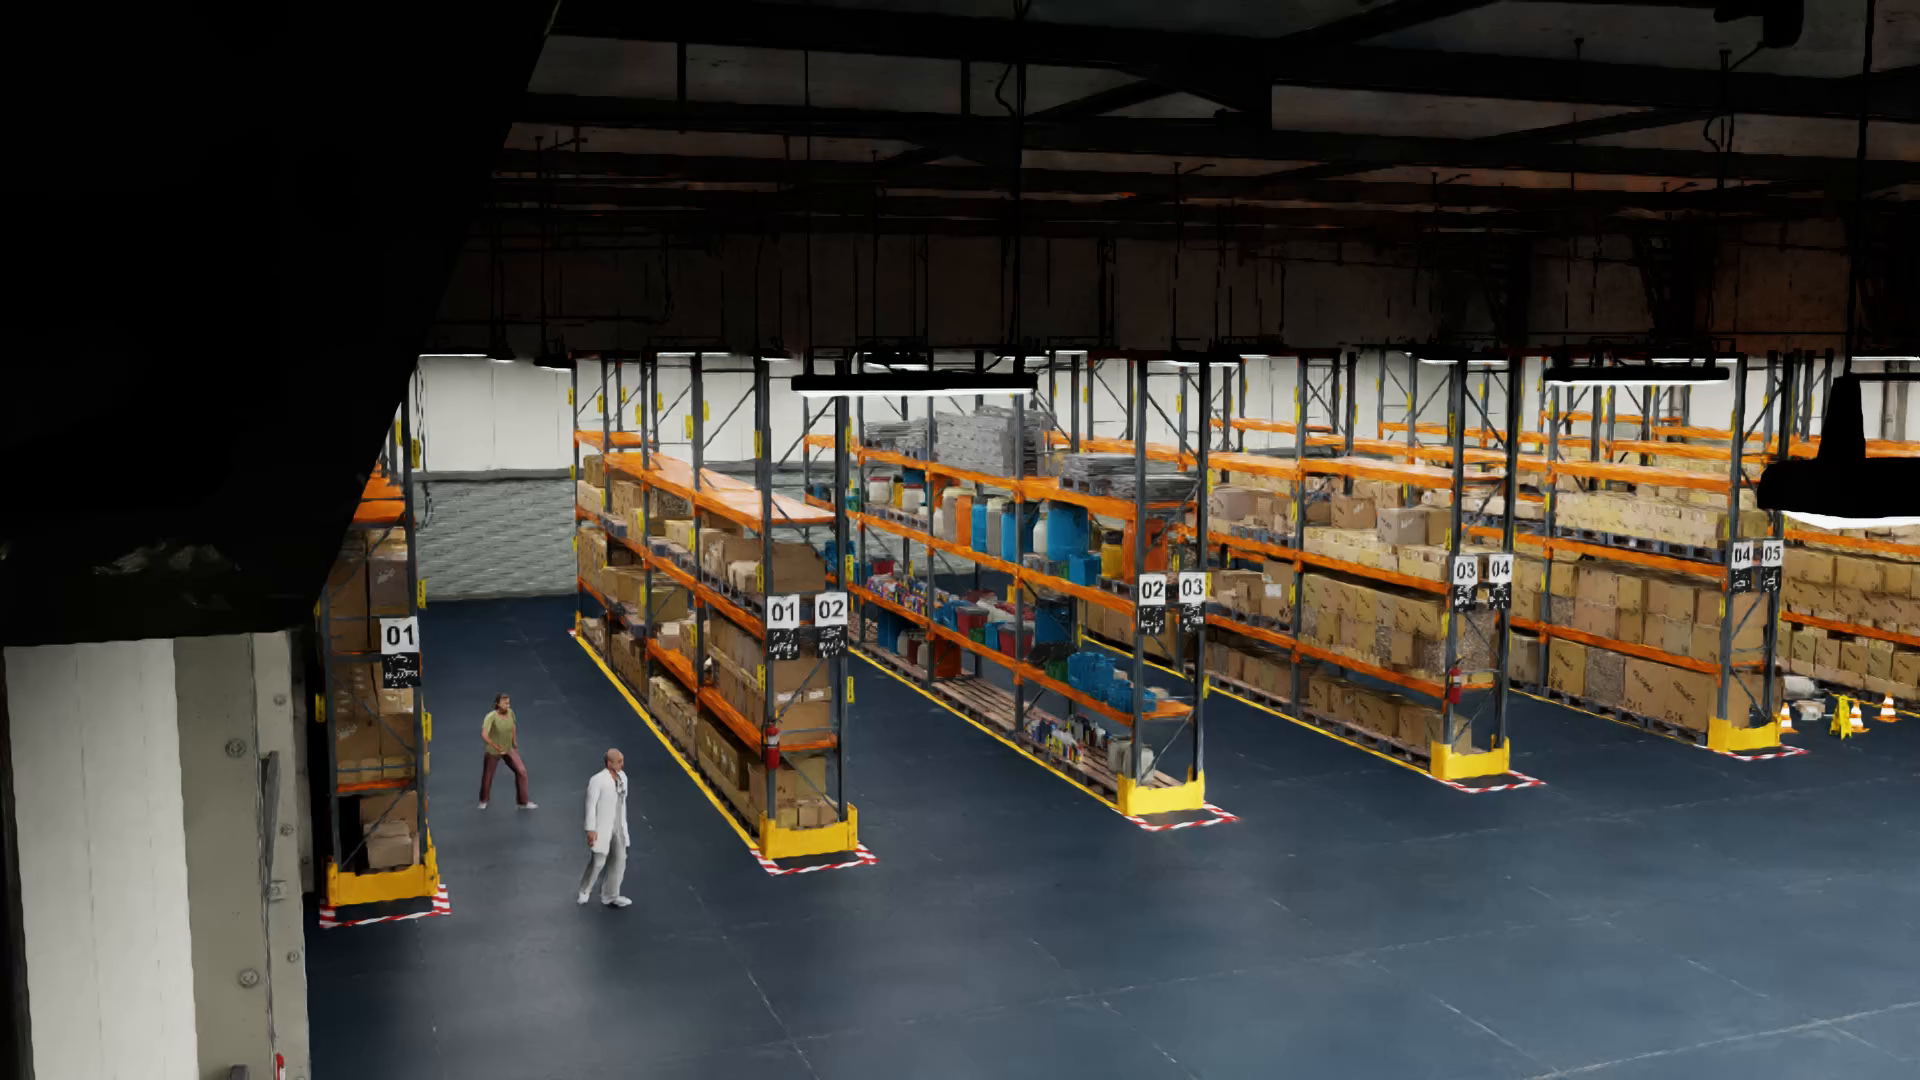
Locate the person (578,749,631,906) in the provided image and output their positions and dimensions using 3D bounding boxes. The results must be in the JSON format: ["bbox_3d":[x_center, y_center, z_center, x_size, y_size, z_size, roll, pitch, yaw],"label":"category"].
[{"bbox_3d":[-3.961,3.173,18.446,0.620,1.766,0.615,5,9,34],"label":"person"}]

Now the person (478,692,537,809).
[{"bbox_3d":[-6.085,2.788,22.085,0.625,1.607,0.808,-6,9,-38],"label":"person"}]
